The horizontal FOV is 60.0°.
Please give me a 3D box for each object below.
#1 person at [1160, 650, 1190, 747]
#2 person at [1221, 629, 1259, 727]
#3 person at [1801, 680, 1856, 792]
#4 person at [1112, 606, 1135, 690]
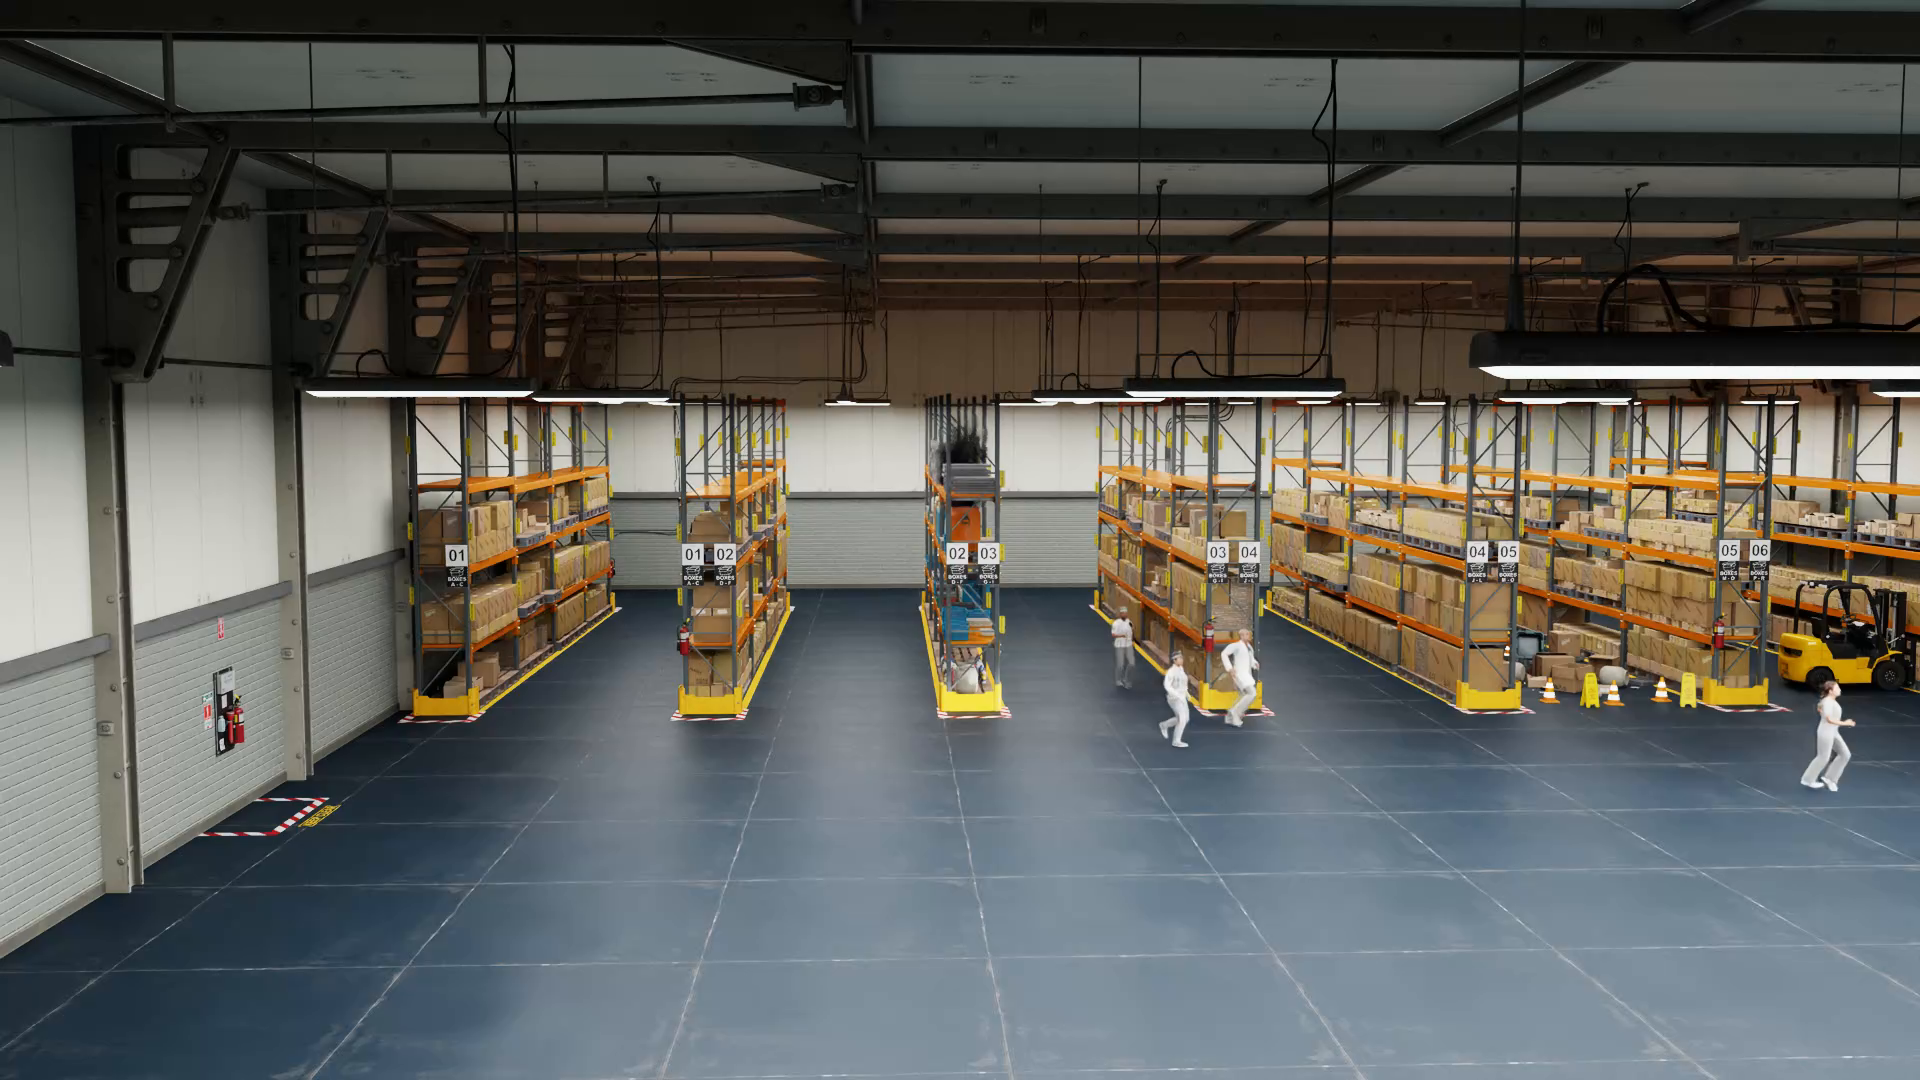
[{"bbox_3d":[3.622,2.669,28.167,0.585,1.643,0.667,3,5,32],"label":"person"},{"bbox_3d":[5.117,2.475,30.053,0.637,1.736,0.716,3,5,31],"label":"person"},{"bbox_3d":[12.986,2.942,24.839,0.705,1.714,0.576,3,6,37],"label":"person"},{"bbox_3d":[3.362,2.207,33.963,0.558,1.723,0.667,-1,5,-14],"label":"person"}]
